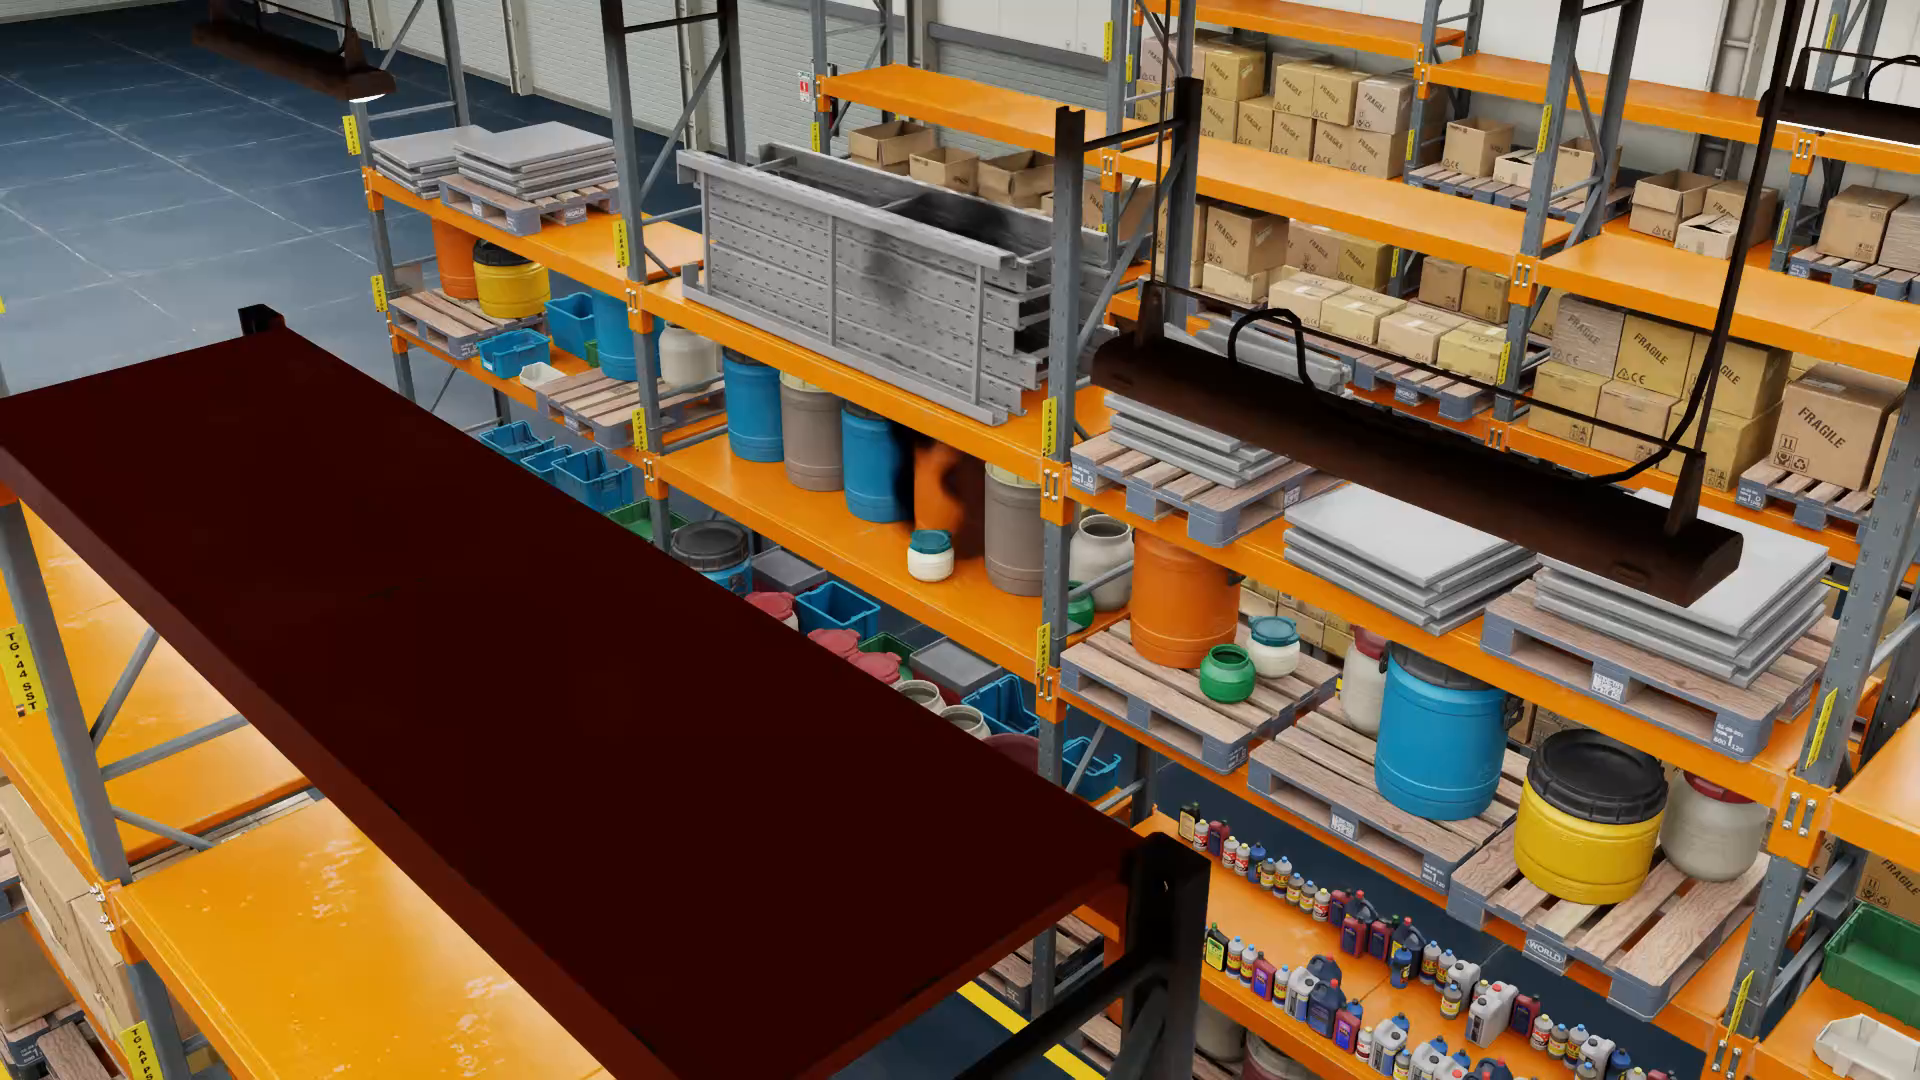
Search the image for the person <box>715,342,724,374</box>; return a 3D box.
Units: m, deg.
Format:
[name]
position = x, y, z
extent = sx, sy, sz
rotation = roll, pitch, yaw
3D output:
[person]
position = -2.683, -2.517, 19.742
extent = 0.758, 1.793, 0.657
rotation = -9, 29, -16
